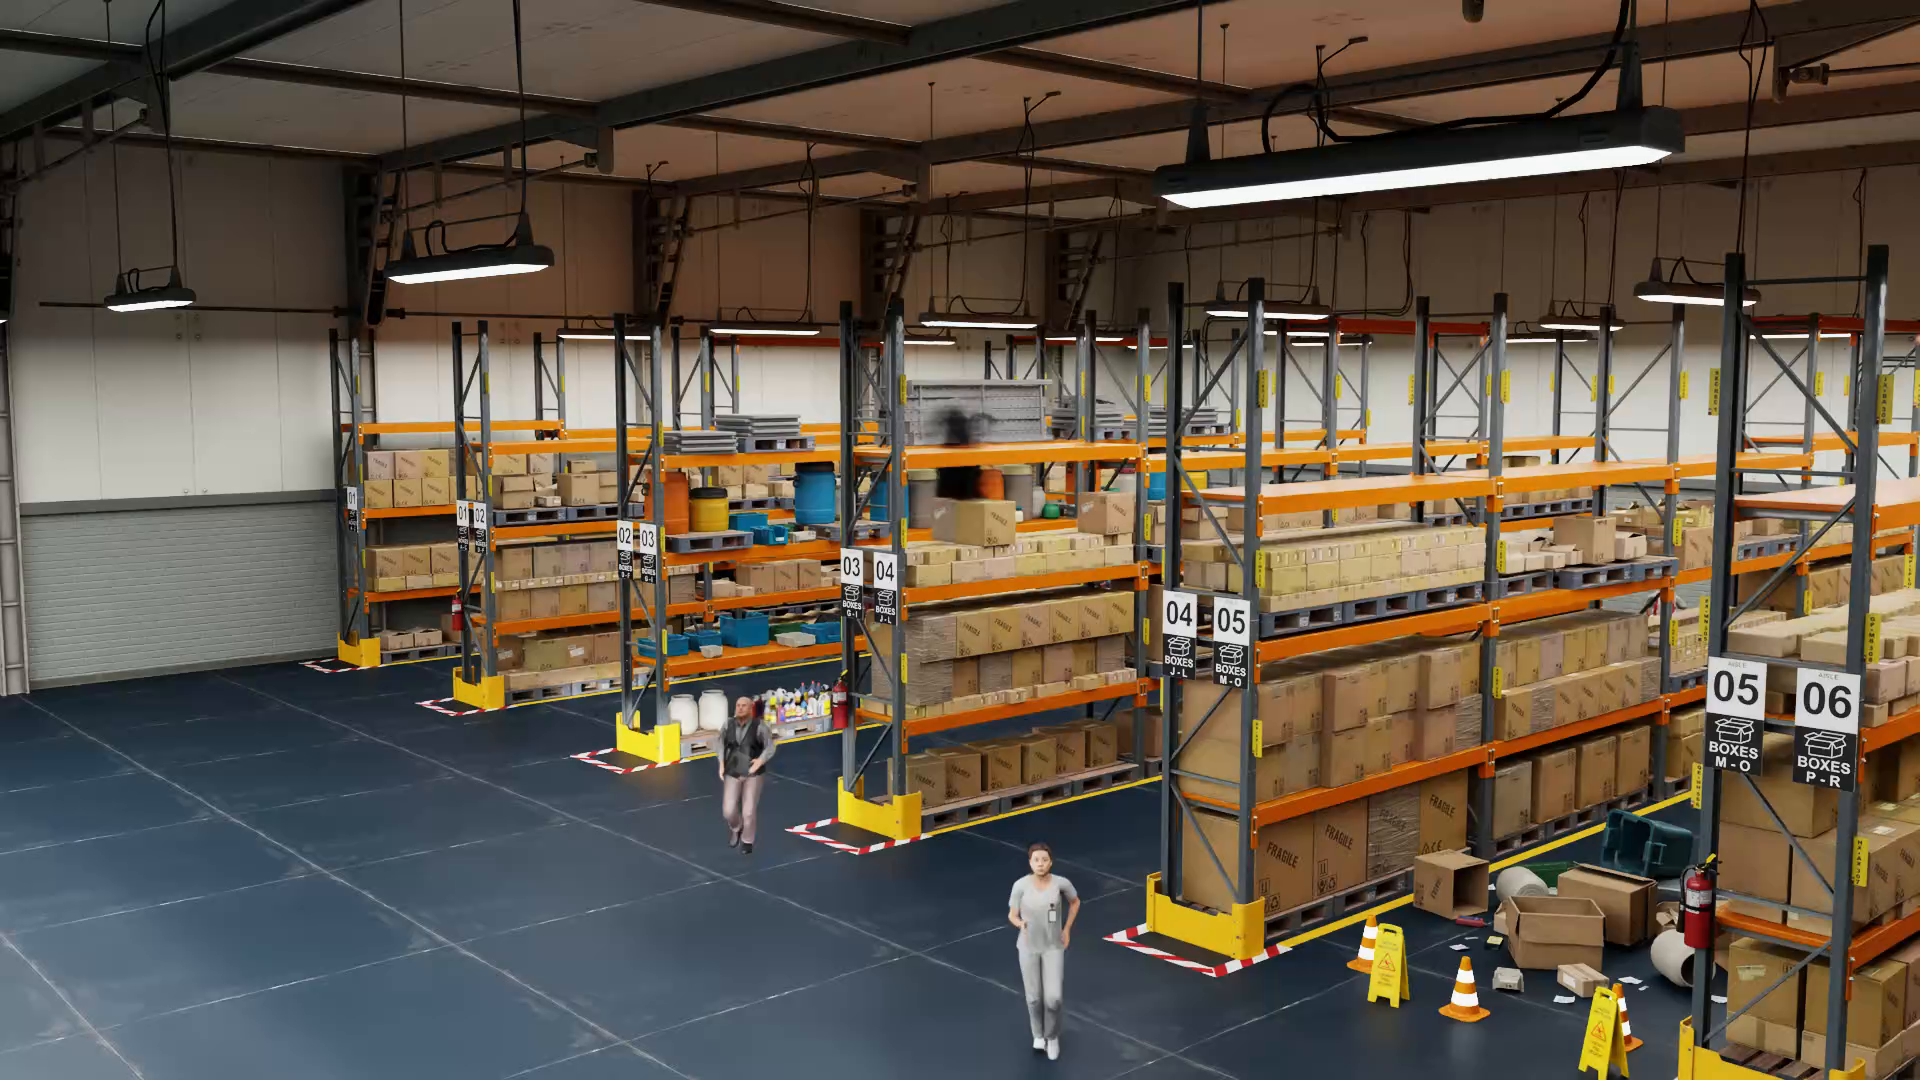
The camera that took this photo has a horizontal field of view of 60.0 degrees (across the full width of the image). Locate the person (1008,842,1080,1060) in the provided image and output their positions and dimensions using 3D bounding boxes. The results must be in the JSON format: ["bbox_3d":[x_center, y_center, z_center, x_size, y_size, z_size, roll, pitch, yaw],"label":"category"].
[{"bbox_3d":[0.623,3.104,12.534,0.533,1.652,0.665,1,6,7],"label":"person"}]

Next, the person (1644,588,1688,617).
[{"bbox_3d":[12.145,1.499,28.384,0.918,1.709,0.810,2,6,23],"label":"person"}]

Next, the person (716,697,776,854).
[{"bbox_3d":[-2.288,2.500,17.592,0.671,1.688,0.569,0,6,4],"label":"person"}]
